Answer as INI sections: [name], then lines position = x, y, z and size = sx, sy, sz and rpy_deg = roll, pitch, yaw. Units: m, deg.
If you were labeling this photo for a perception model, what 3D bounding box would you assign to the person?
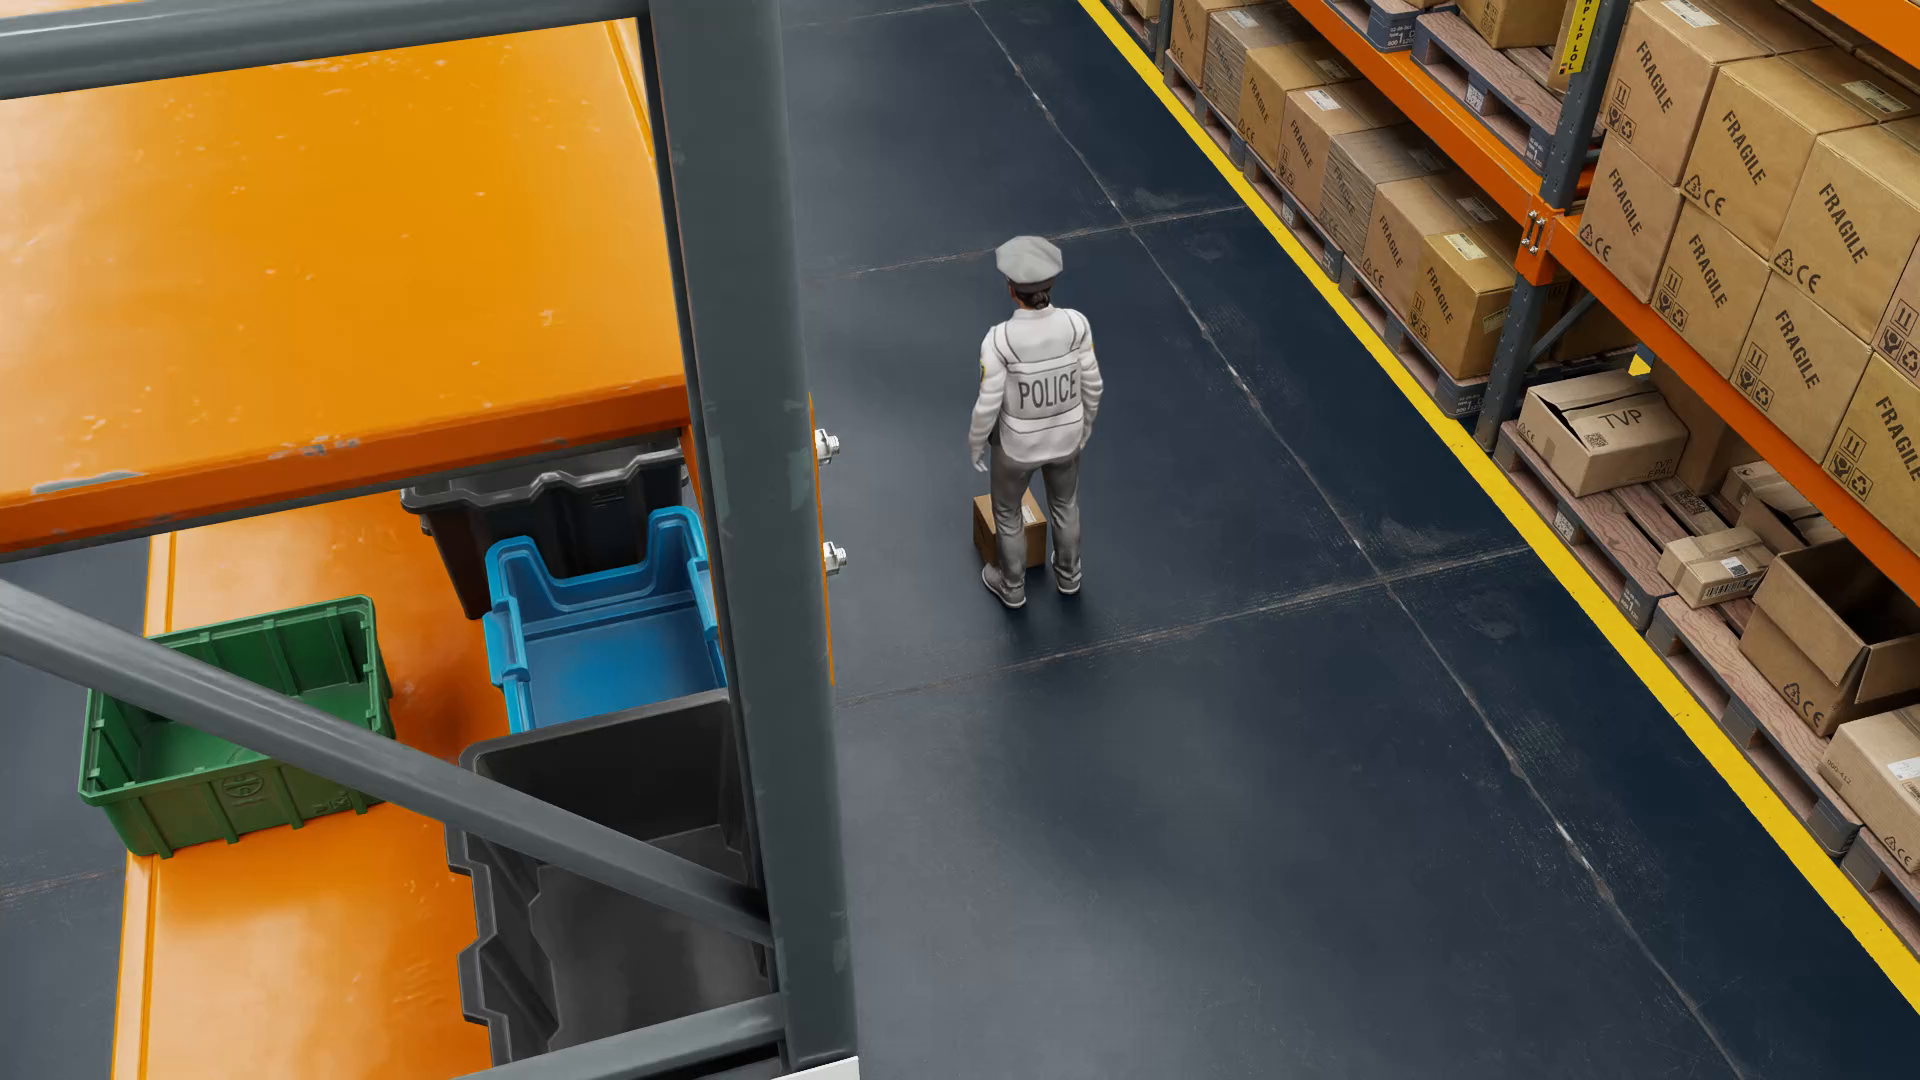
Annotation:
[person]
position = 0.293, -0.411, 6.607
size = 0.533, 1.663, 0.378
rpy_deg = -12, 44, -13
